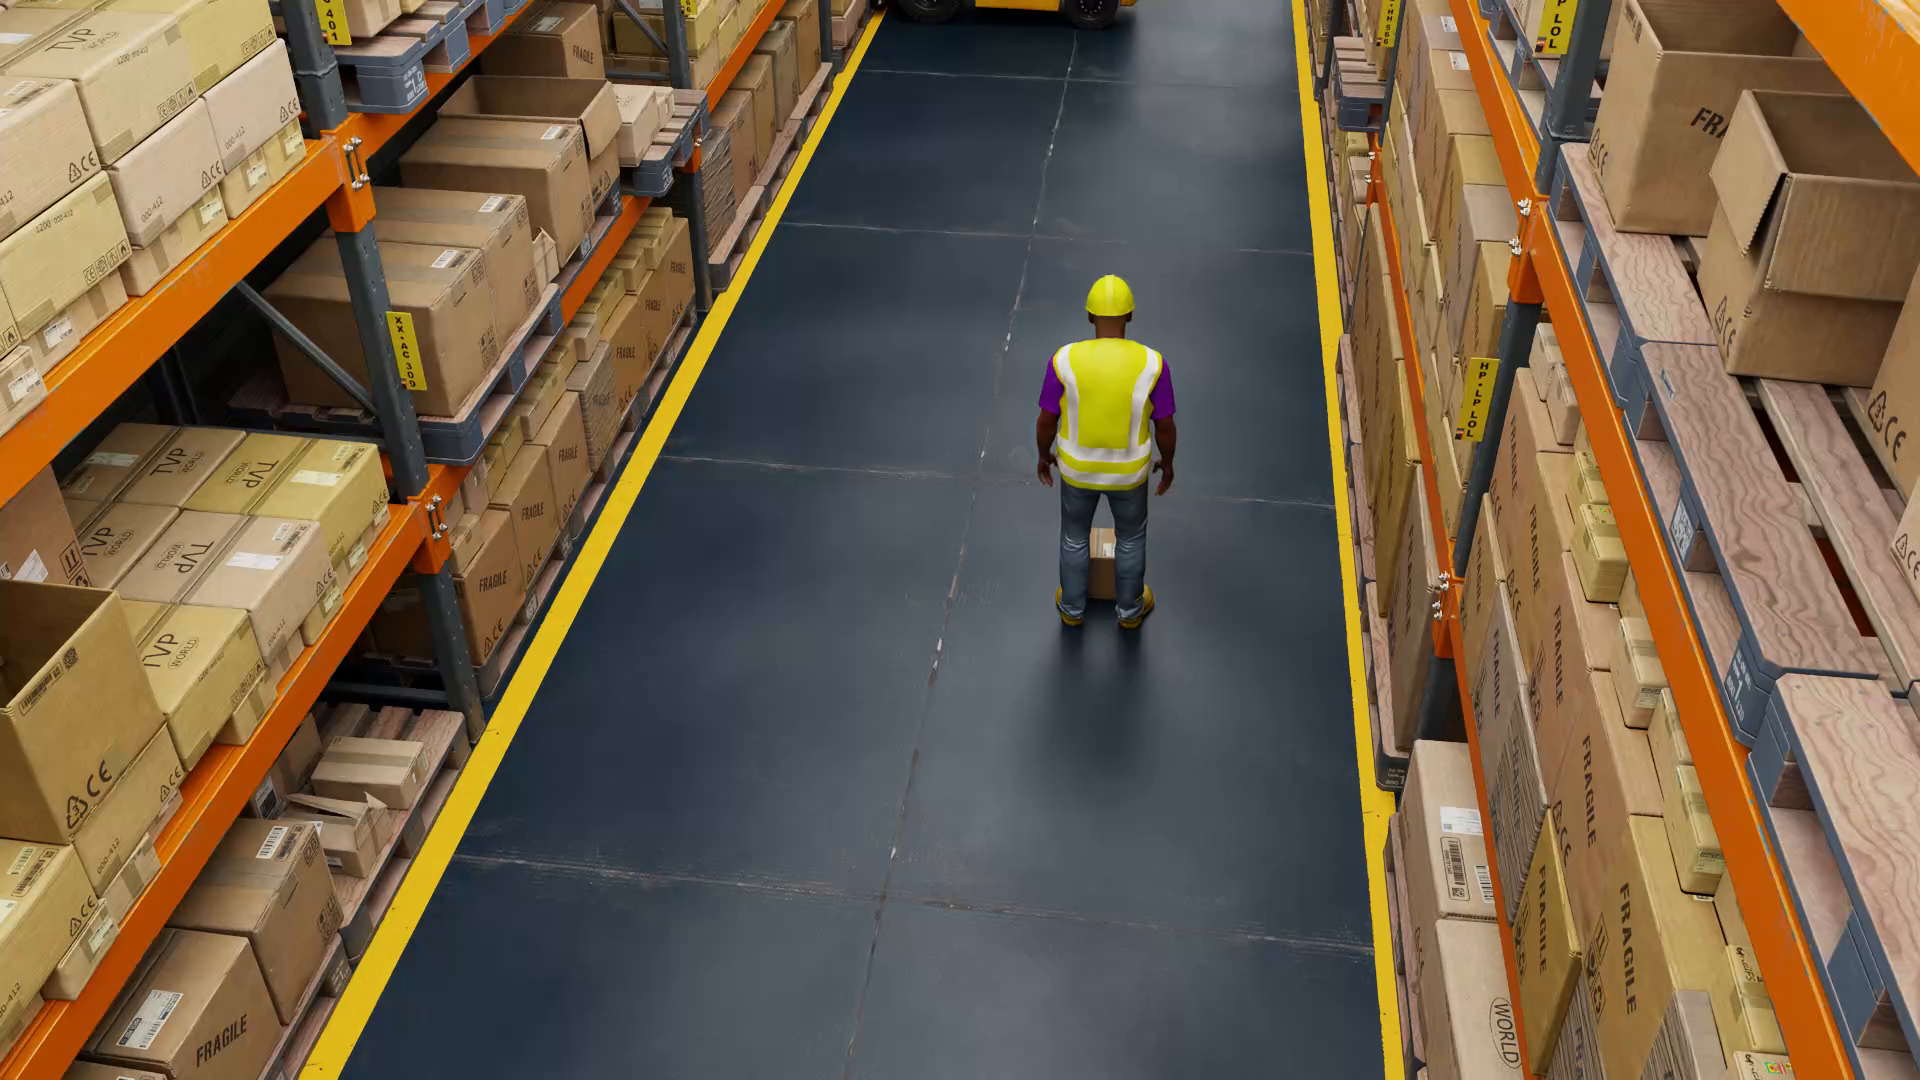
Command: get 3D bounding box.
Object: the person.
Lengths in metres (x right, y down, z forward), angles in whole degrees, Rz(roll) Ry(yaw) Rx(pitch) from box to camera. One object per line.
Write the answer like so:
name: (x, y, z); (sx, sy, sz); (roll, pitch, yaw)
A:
person: (0.658, -0.361, 7.526); (0.627, 1.756, 0.461); (4, 36, 6)
